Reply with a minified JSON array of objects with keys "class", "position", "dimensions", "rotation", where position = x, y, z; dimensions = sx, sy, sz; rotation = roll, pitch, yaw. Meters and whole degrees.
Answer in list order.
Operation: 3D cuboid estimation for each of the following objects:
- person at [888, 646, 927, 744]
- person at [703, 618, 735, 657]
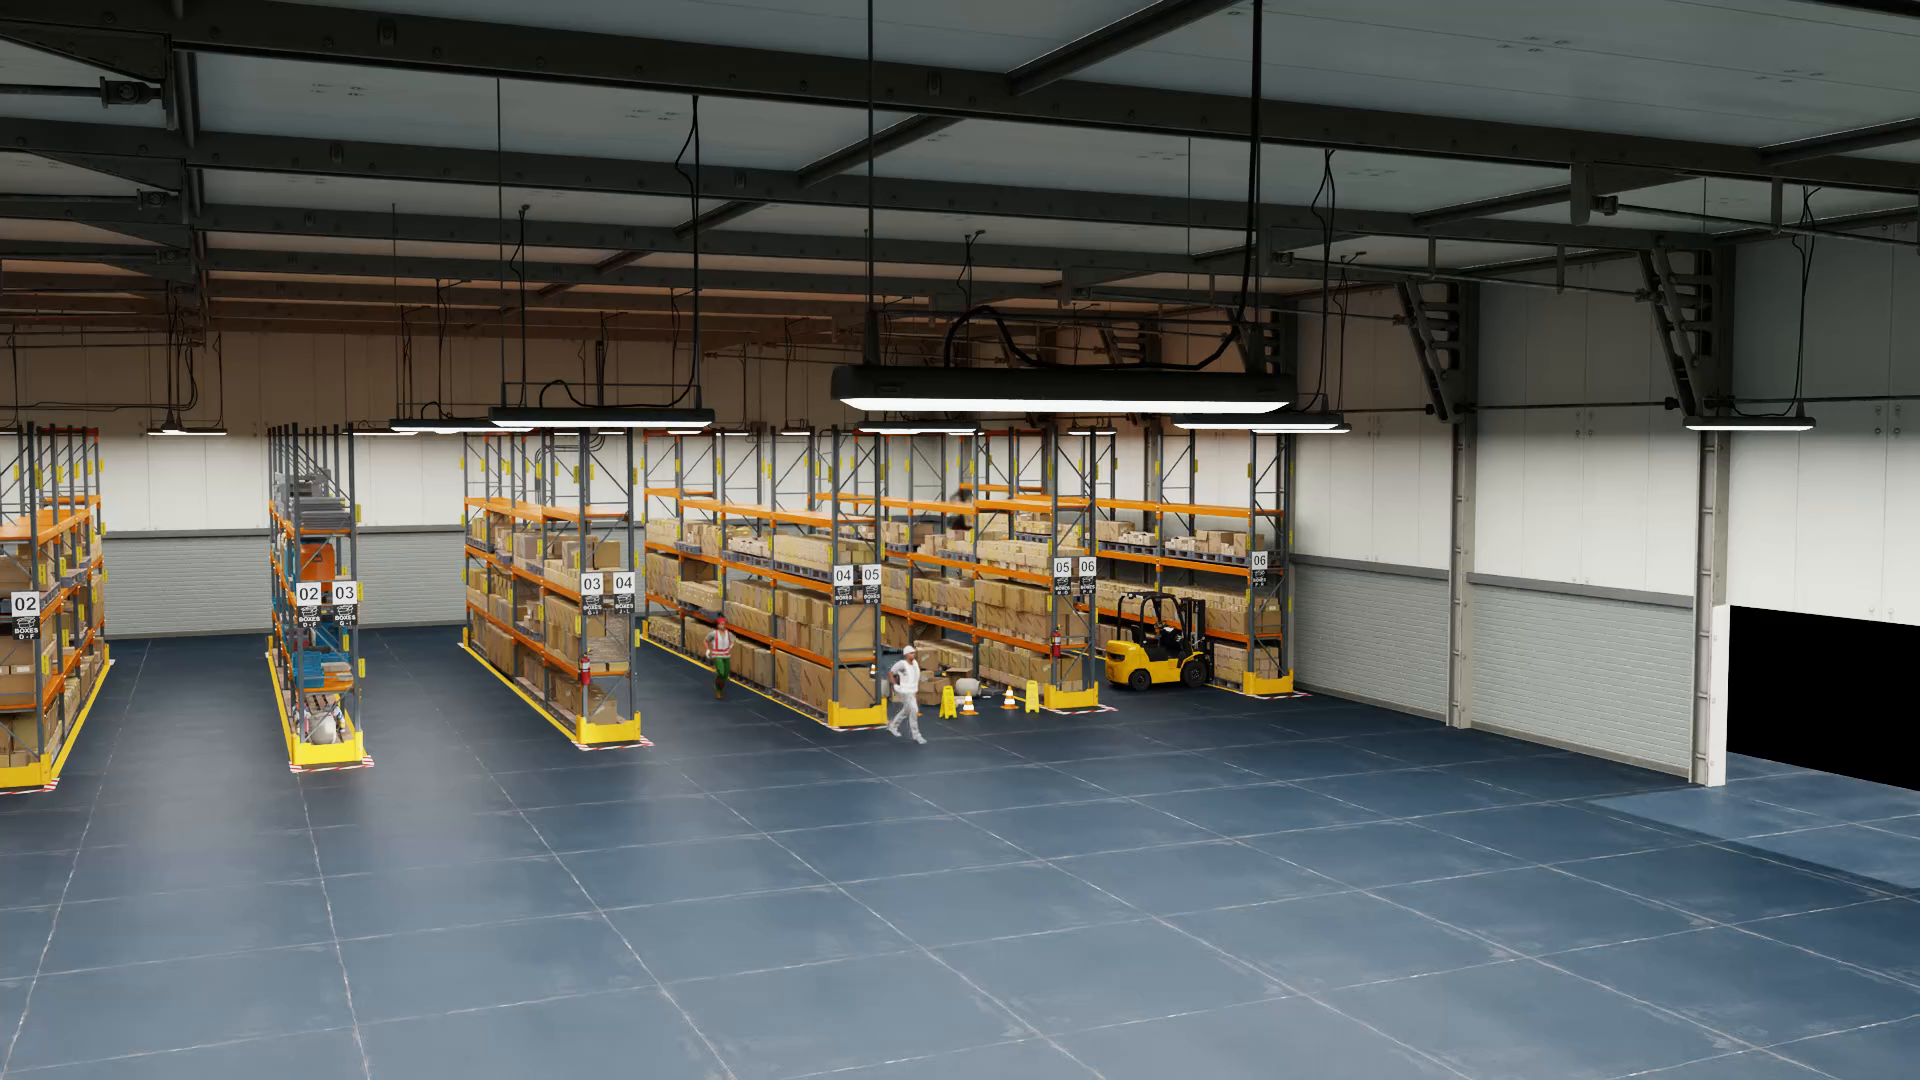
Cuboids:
[{"class":"person","position":[-0.984,2.902,31.474],"dimensions":[0.895,1.811,0.667],"rotation":[2,4,26]},{"class":"person","position":[-5.259,2.139,36.522],"dimensions":[0.630,0.872,0.506],"rotation":[-2,4,-33]}]
